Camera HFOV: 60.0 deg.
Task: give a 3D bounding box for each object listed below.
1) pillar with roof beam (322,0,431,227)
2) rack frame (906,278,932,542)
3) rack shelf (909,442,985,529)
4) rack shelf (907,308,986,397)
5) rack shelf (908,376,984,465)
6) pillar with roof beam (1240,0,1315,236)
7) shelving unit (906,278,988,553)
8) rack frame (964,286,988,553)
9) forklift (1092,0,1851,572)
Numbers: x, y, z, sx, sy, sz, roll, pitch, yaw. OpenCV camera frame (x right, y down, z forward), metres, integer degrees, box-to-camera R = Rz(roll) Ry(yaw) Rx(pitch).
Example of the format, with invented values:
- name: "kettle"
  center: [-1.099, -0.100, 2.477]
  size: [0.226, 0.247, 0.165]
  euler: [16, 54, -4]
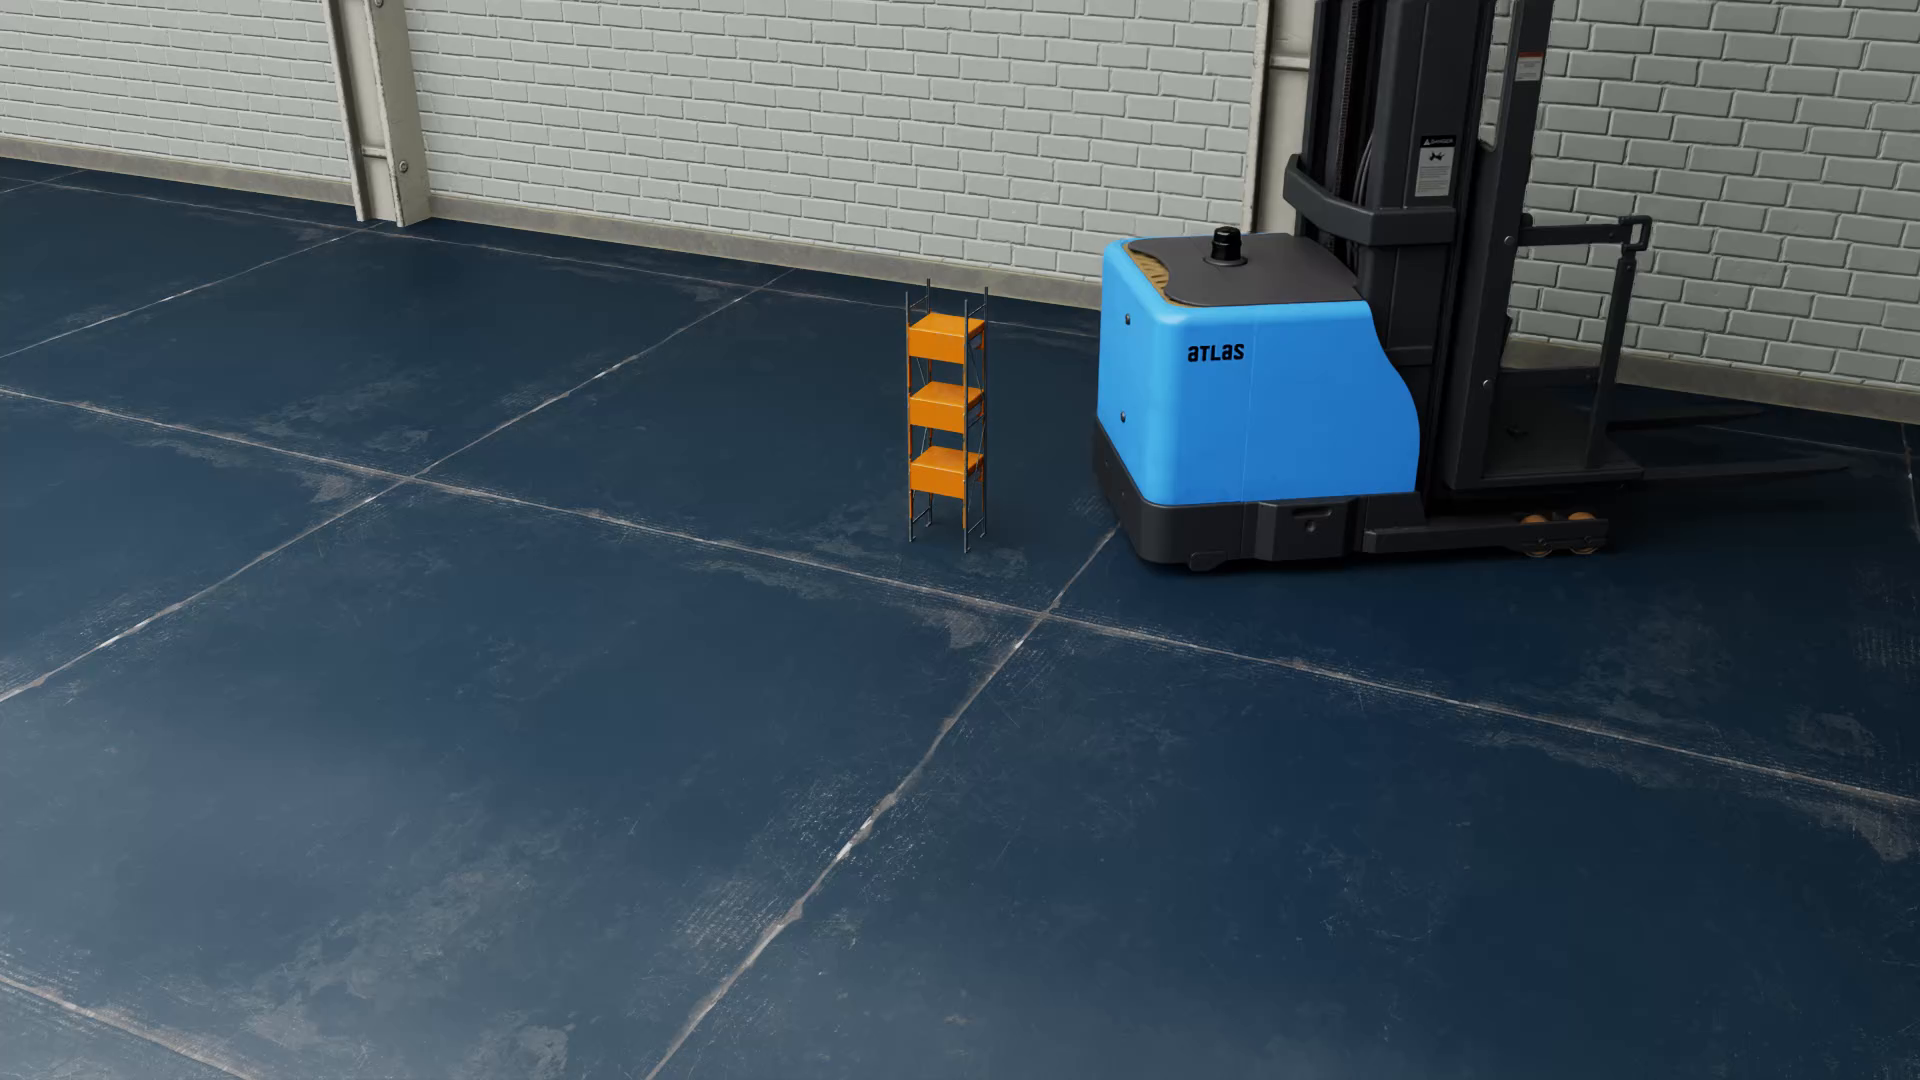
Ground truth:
- name: "pillar with roof beam"
  center: [-5.557, -4.461, 5.622]
  size: [0.400, 9.000, 9.100]
  euler: [11, 28, 22]
- name: "rack frame"
  center: [-0.160, -0.503, 6.583]
  size: [0.008, 1.050, 0.200]
  euler: [11, 28, 22]
- name: "rack shelf"
  center: [-0.049, -0.222, 6.665]
  size: [0.240, 0.259, 0.215]
  euler: [11, 28, 22]
- name: "rack shelf"
  center: [-0.049, -0.726, 6.417]
  size: [0.240, 0.259, 0.215]
  euler: [11, 28, 22]
- name: "rack shelf"
  center: [-0.049, -0.471, 6.543]
  size: [0.240, 0.259, 0.215]
  euler: [11, 28, 22]
- name: "pillar with roof beam"
  center: [-0.095, -3.364, 3.394]
  size: [0.400, 9.000, 9.100]
  euler: [11, 28, 22]
- name: "shelving unit"
  center: [-0.049, -0.481, 6.538]
  size: [0.252, 1.050, 0.215]
  euler: [11, 28, 22]
- name: "rack frame"
  center: [0.062, -0.458, 6.493]
  size: [0.008, 1.050, 0.200]
  euler: [11, 28, 22]
- name: "forklift"
  center: [2.134, -1.473, 6.424]
  size: [3.031, 2.935, 1.130]
  euler: [-4, 26, -7]
